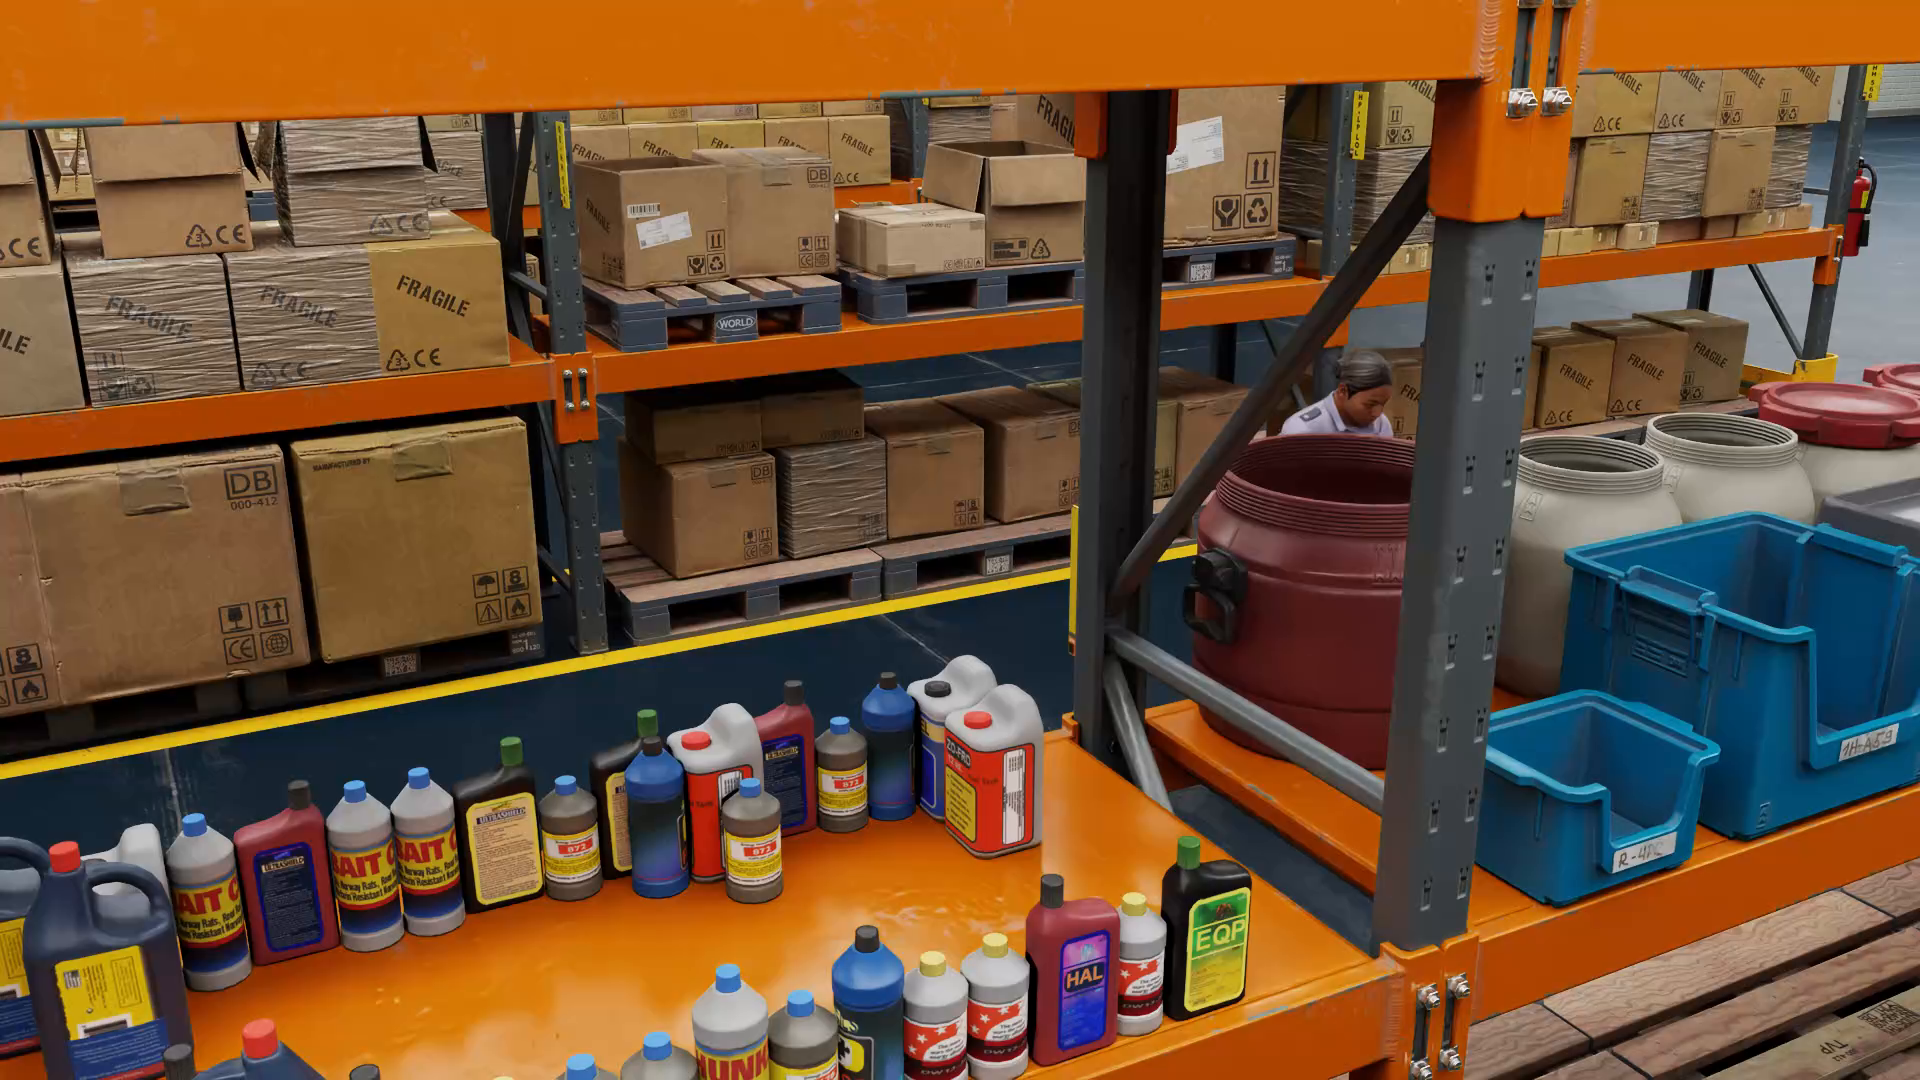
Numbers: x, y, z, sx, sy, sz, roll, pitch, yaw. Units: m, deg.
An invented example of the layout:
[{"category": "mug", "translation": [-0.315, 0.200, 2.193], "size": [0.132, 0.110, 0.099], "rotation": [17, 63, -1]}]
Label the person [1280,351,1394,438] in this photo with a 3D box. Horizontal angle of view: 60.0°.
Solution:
[{"category": "person", "translation": [1.311, 0.101, 5.883], "size": [0.500, 1.598, 0.411], "rotation": [-9, 21, -25]}]
